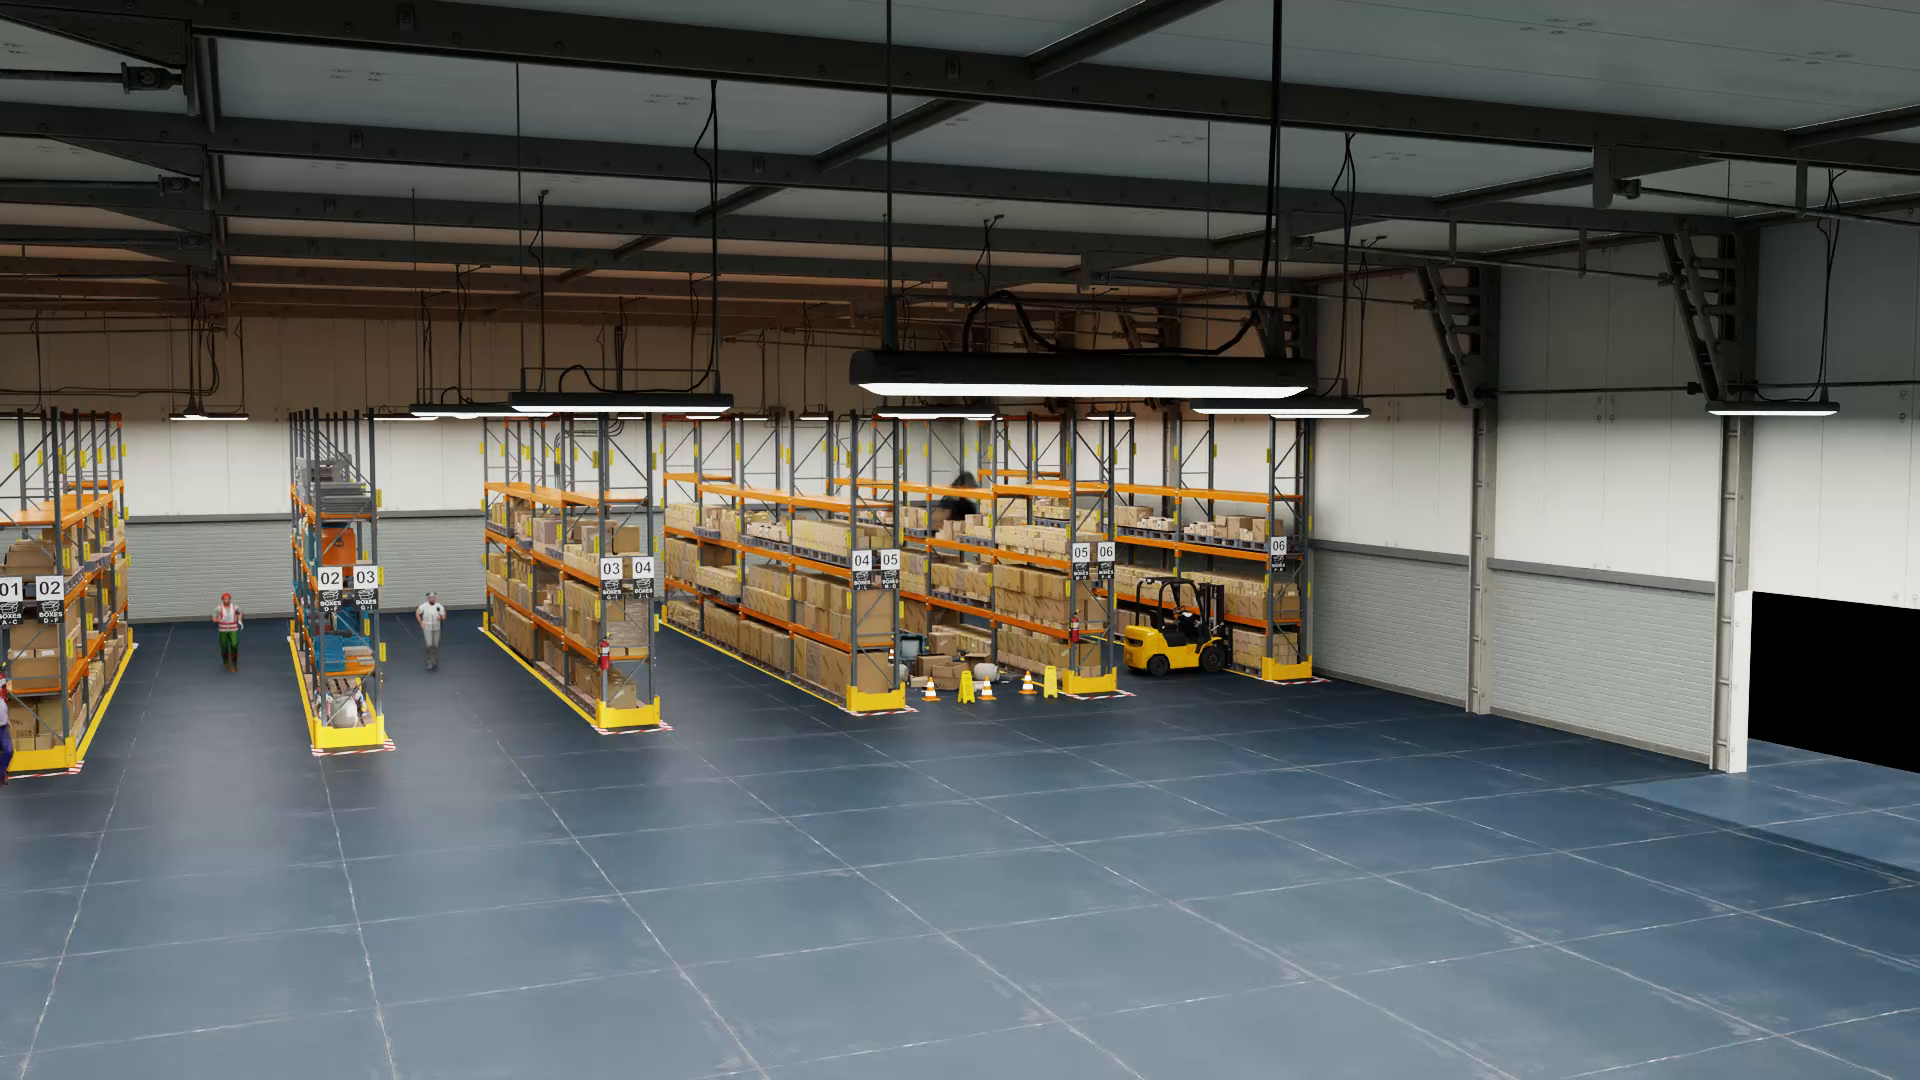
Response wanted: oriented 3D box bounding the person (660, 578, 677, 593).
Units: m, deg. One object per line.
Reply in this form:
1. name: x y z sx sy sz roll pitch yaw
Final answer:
1. person: -8.606 1.485 49.215 0.462 1.613 0.665 -2 4 -23

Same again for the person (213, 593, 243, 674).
1. person: -16.867 2.127 38.327 0.651 1.835 0.862 -2 4 -27

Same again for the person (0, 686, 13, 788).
1. person: -15.279 3.077 26.318 0.656 1.671 0.670 2 4 21

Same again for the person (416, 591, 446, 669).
1. person: -12.387 2.124 39.026 0.648 1.850 0.719 -2 5 -28
